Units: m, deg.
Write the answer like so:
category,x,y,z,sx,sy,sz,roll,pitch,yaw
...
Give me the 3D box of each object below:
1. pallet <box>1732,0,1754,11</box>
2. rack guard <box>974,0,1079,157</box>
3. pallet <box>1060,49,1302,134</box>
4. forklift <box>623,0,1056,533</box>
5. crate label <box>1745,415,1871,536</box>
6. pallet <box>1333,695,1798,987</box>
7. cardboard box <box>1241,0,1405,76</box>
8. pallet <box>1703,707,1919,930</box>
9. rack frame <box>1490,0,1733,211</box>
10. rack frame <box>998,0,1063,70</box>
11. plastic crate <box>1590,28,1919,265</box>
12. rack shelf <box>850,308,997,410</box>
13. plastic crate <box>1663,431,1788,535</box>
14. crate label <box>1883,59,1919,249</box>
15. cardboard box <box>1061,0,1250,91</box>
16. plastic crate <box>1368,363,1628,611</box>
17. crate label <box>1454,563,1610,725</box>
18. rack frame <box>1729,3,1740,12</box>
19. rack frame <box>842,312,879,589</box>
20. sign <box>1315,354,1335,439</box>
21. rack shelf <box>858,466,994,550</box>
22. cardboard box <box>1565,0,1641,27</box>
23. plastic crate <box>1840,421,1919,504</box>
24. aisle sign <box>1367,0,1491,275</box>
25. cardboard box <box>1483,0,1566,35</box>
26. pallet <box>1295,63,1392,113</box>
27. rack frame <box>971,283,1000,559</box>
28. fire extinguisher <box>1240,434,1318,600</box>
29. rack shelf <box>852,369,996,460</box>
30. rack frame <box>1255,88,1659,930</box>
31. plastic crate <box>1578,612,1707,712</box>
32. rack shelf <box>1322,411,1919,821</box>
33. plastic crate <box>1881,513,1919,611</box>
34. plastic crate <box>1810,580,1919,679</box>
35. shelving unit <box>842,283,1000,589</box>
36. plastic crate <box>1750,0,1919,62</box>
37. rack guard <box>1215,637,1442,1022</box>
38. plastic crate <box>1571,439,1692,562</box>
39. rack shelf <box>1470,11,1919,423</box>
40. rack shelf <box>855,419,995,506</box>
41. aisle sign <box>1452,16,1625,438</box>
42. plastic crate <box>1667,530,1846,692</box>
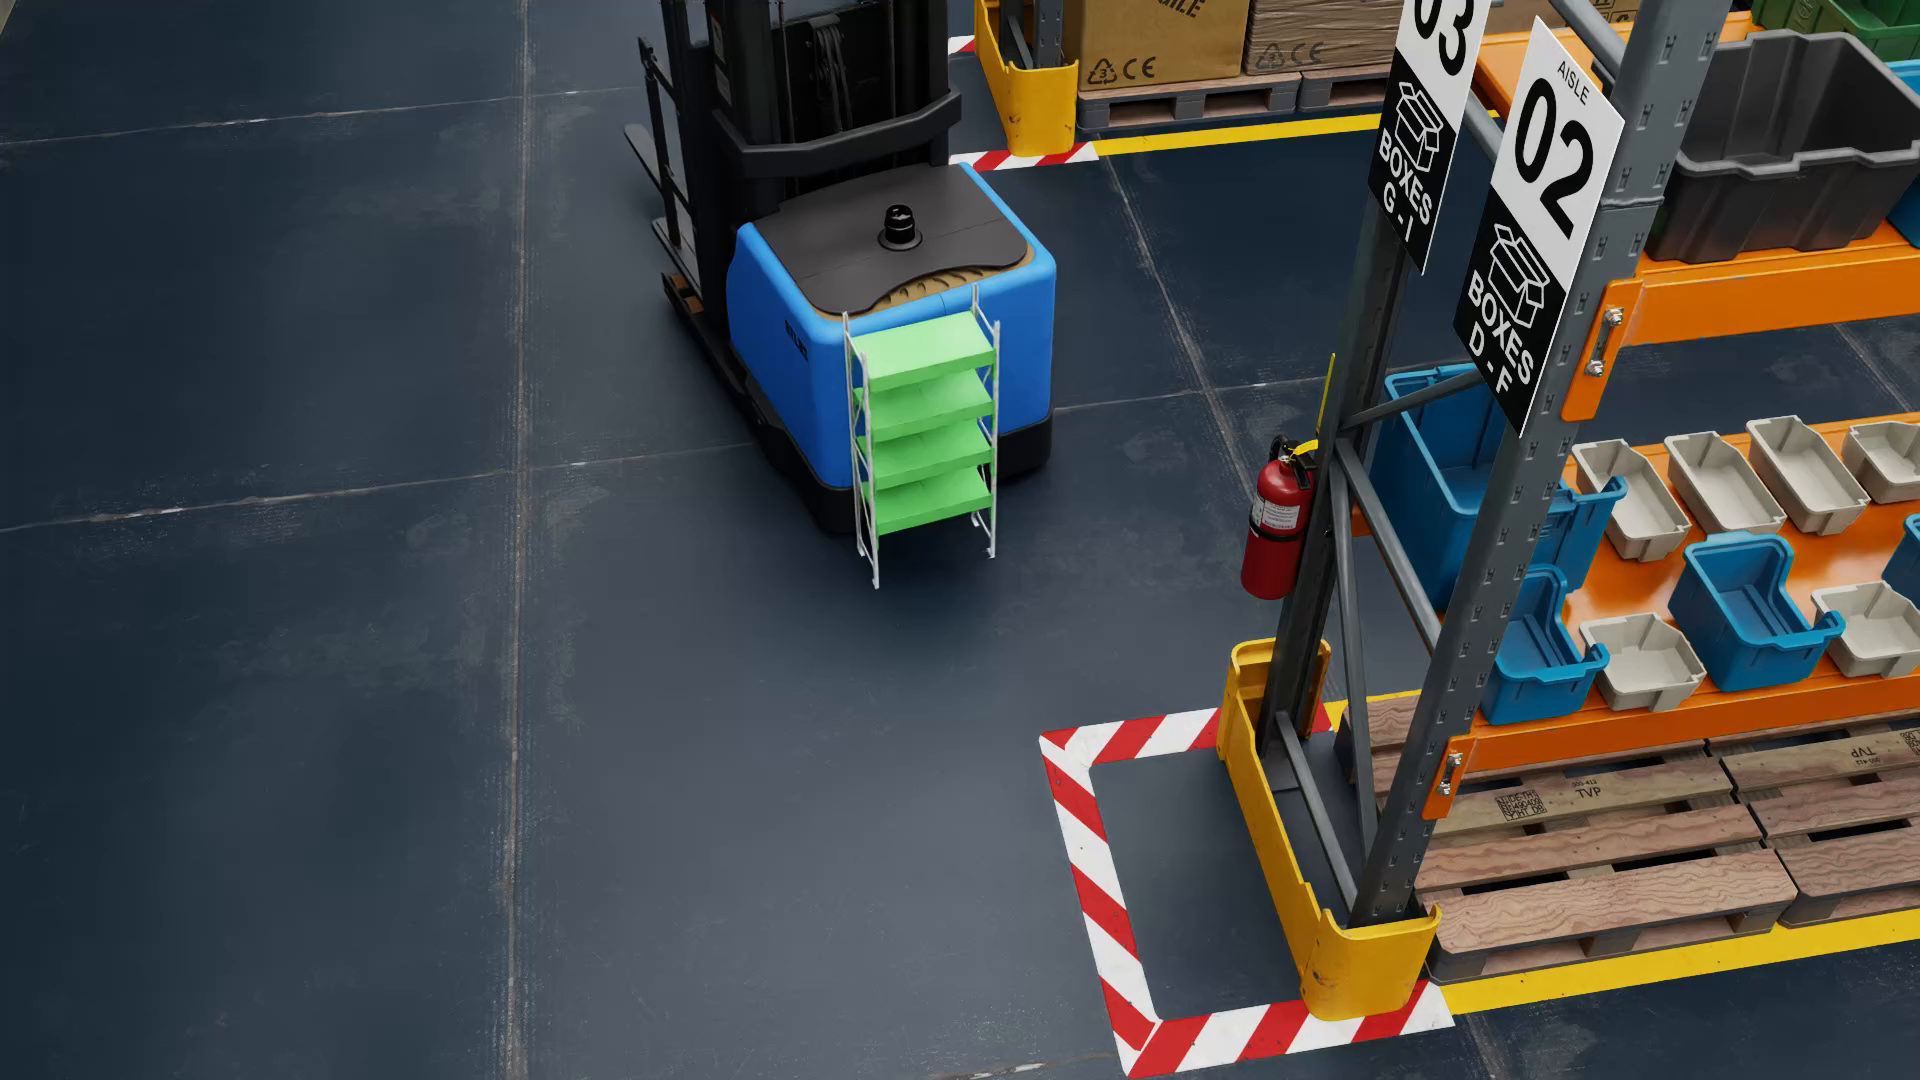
category,x,y,z,sx,sy,sz,roll,pitch,yaw
pallet,5.051,-3.140,9.628,1.213,0.211,1.003,-7,46,-7
rack guard,0.339,-2.597,8.905,0.348,0.500,1.175,-7,46,-7
pallet,1.137,-2.654,9.160,1.213,0.211,1.003,-7,46,-7
forklift,-0.732,-2.113,6.750,1.130,2.935,3.031,-20,49,-18
crate label,2.538,-0.188,4.990,0.243,0.136,0.396,-7,46,-7
pallet,2.026,0.941,5.697,1.213,0.211,1.003,-7,46,-7
cardboard box,1.876,-3.123,8.860,0.875,0.875,0.875,-7,46,-7
pallet,3.226,0.793,5.839,1.213,0.211,1.003,-7,46,-7
rack frame,1.207,-2.035,2.461,0.127,3.000,1.000,-7,46,-7
rack frame,0.363,-3.468,8.008,0.127,3.000,1.000,-7,46,-7
plastic crate,1.634,-0.798,3.444,0.590,0.269,0.497,-7,46,-7
rack shelf,-0.137,-0.653,5.968,0.480,0.148,0.258,-15,48,-14
plastic crate,2.268,-0.136,4.940,0.243,0.136,0.396,-7,46,-7
crate label,2.171,-0.826,3.483,0.502,0.251,0.408,-7,46,-7
cardboard box,0.980,-3.011,8.752,0.875,0.875,0.875,-7,46,-7
plastic crate,1.505,-0.160,4.755,0.499,0.435,0.616,-7,46,-7
crate label,1.507,0.287,4.465,0.303,0.233,0.416,-7,46,-7
rack frame,4.304,-3.959,8.481,0.127,3.000,1.000,-7,46,-7
rack frame,-0.366,-0.304,6.210,0.015,1.200,0.240,-15,48,-14
sign,1.097,-0.398,4.937,0.005,0.325,0.100,-7,46,-7
rack shelf,-0.137,-0.153,6.487,0.480,0.148,0.258,-15,48,-14
cardboard box,3.640,-3.343,9.072,0.875,0.875,0.875,-7,46,-7
plastic crate,2.827,-0.237,5.037,0.250,0.136,0.298,-7,46,-7
aisle sign,1.086,-1.054,3.877,0.004,0.787,0.394,-7,46,-7
cardboard box,2.753,-3.233,8.965,0.875,0.875,0.875,-7,46,-7
pallet,2.337,-2.801,9.302,1.213,0.211,1.003,-7,46,-7
rack frame,0.092,-0.425,6.326,0.015,1.200,0.240,-15,48,-14
fire extinguisher,0.981,-0.101,5.077,0.183,0.674,0.296,-7,46,-7
rack shelf,-0.137,-0.487,6.141,0.480,0.148,0.258,-15,48,-14
rack frame,1.207,0.047,4.622,0.127,3.000,1.000,-7,46,-7
plastic crate,1.837,0.340,4.481,0.298,0.136,0.250,-7,46,-7
rack shelf,3.178,0.051,5.118,4.000,0.370,1.077,-7,46,-7
plastic crate,2.804,0.126,4.620,0.300,0.233,0.416,-7,46,-7
plastic crate,2.505,0.257,4.561,0.298,0.136,0.250,-7,46,-7
shelving unit,-0.137,-0.364,6.268,0.503,1.200,0.258,-15,48,-14
plastic crate,2.130,-1.244,3.930,0.336,0.188,0.450,-7,46,-7
rack guard,1.186,0.926,5.510,0.348,0.500,1.175,-7,46,-7
plastic crate,1.980,-0.111,4.915,0.243,0.136,0.396,-7,46,-7
rack shelf,3.178,-0.990,4.037,4.000,0.370,1.077,-7,46,-7
rack shelf,-0.137,-0.320,6.314,0.480,0.148,0.258,-15,48,-14
aisle sign,1.187,-0.635,3.474,0.004,0.787,0.394,-7,46,-7
plastic crate,2.155,0.207,4.543,0.300,0.233,0.416,-7,46,-7
